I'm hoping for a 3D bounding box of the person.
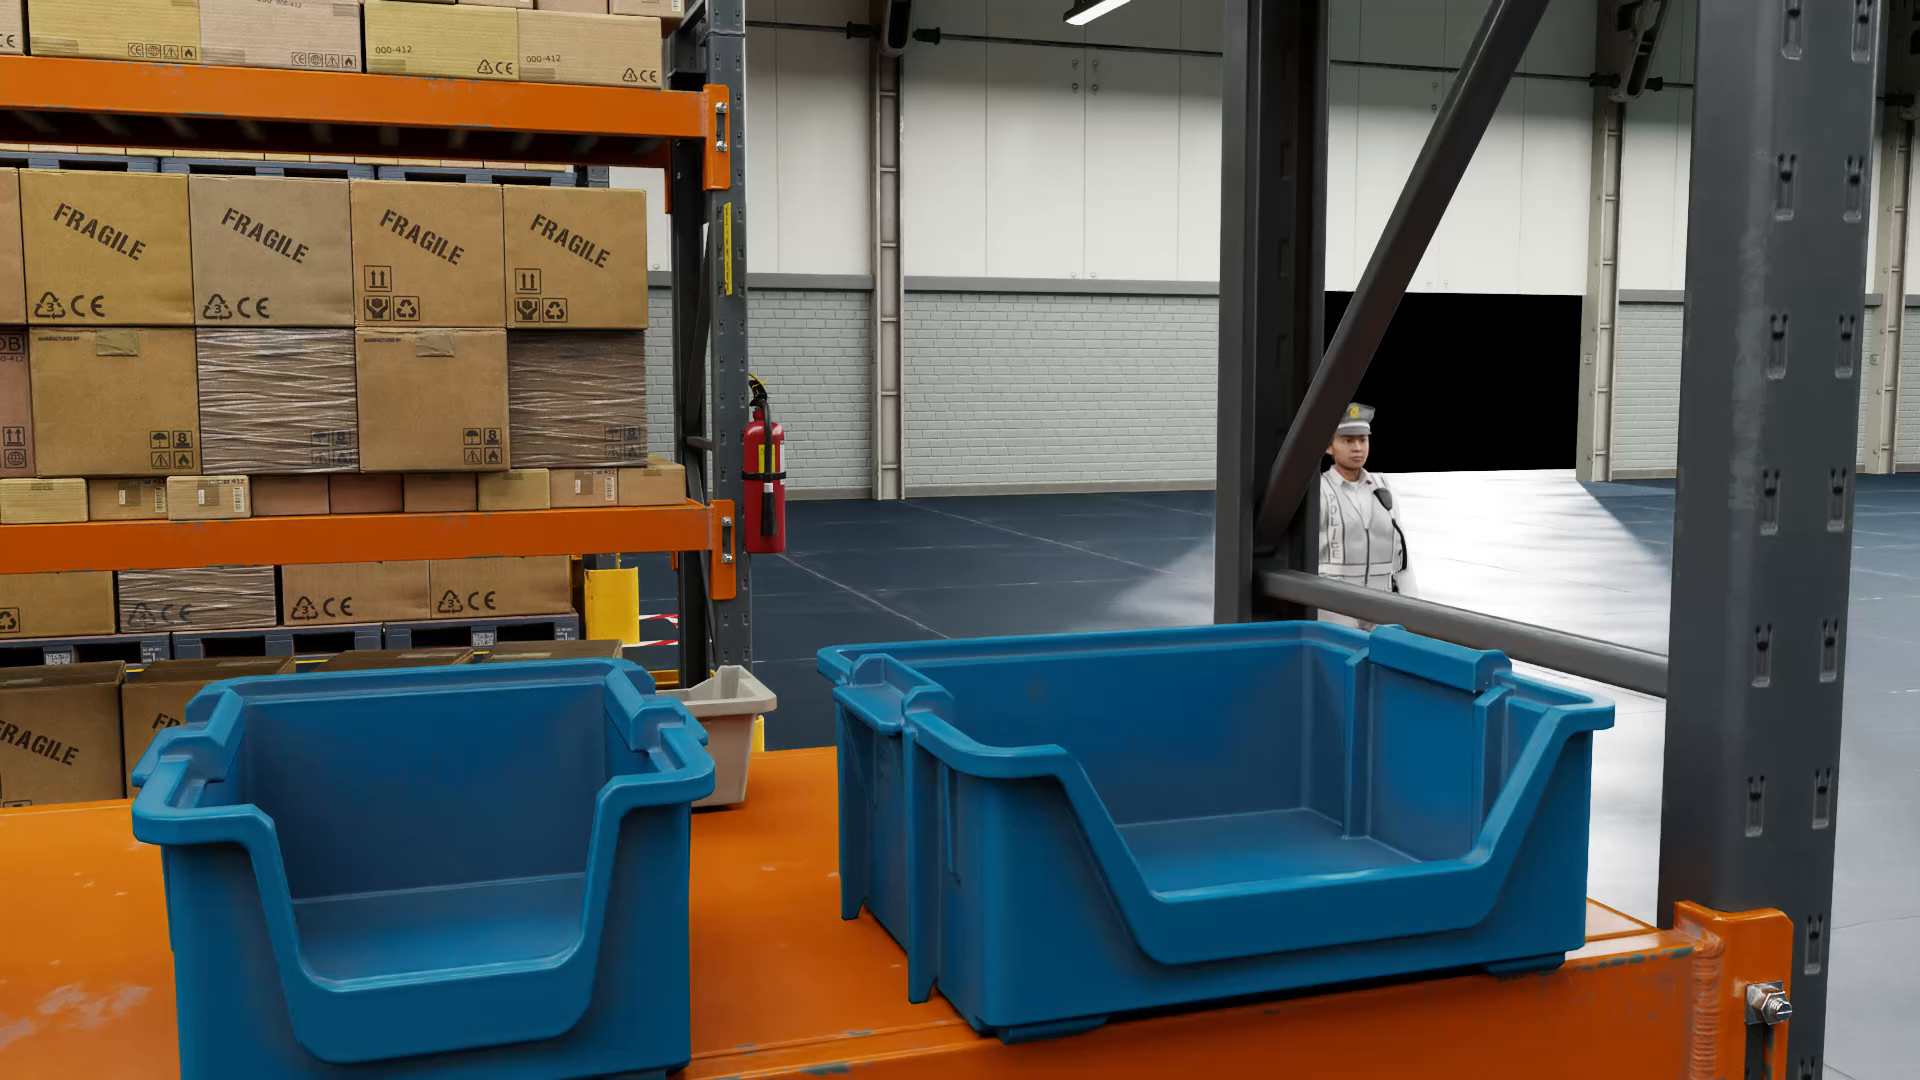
[{"bbox_3d":[1.561,0.270,6.683,0.485,1.643,0.902,-2,6,-19],"label":"person"}]
